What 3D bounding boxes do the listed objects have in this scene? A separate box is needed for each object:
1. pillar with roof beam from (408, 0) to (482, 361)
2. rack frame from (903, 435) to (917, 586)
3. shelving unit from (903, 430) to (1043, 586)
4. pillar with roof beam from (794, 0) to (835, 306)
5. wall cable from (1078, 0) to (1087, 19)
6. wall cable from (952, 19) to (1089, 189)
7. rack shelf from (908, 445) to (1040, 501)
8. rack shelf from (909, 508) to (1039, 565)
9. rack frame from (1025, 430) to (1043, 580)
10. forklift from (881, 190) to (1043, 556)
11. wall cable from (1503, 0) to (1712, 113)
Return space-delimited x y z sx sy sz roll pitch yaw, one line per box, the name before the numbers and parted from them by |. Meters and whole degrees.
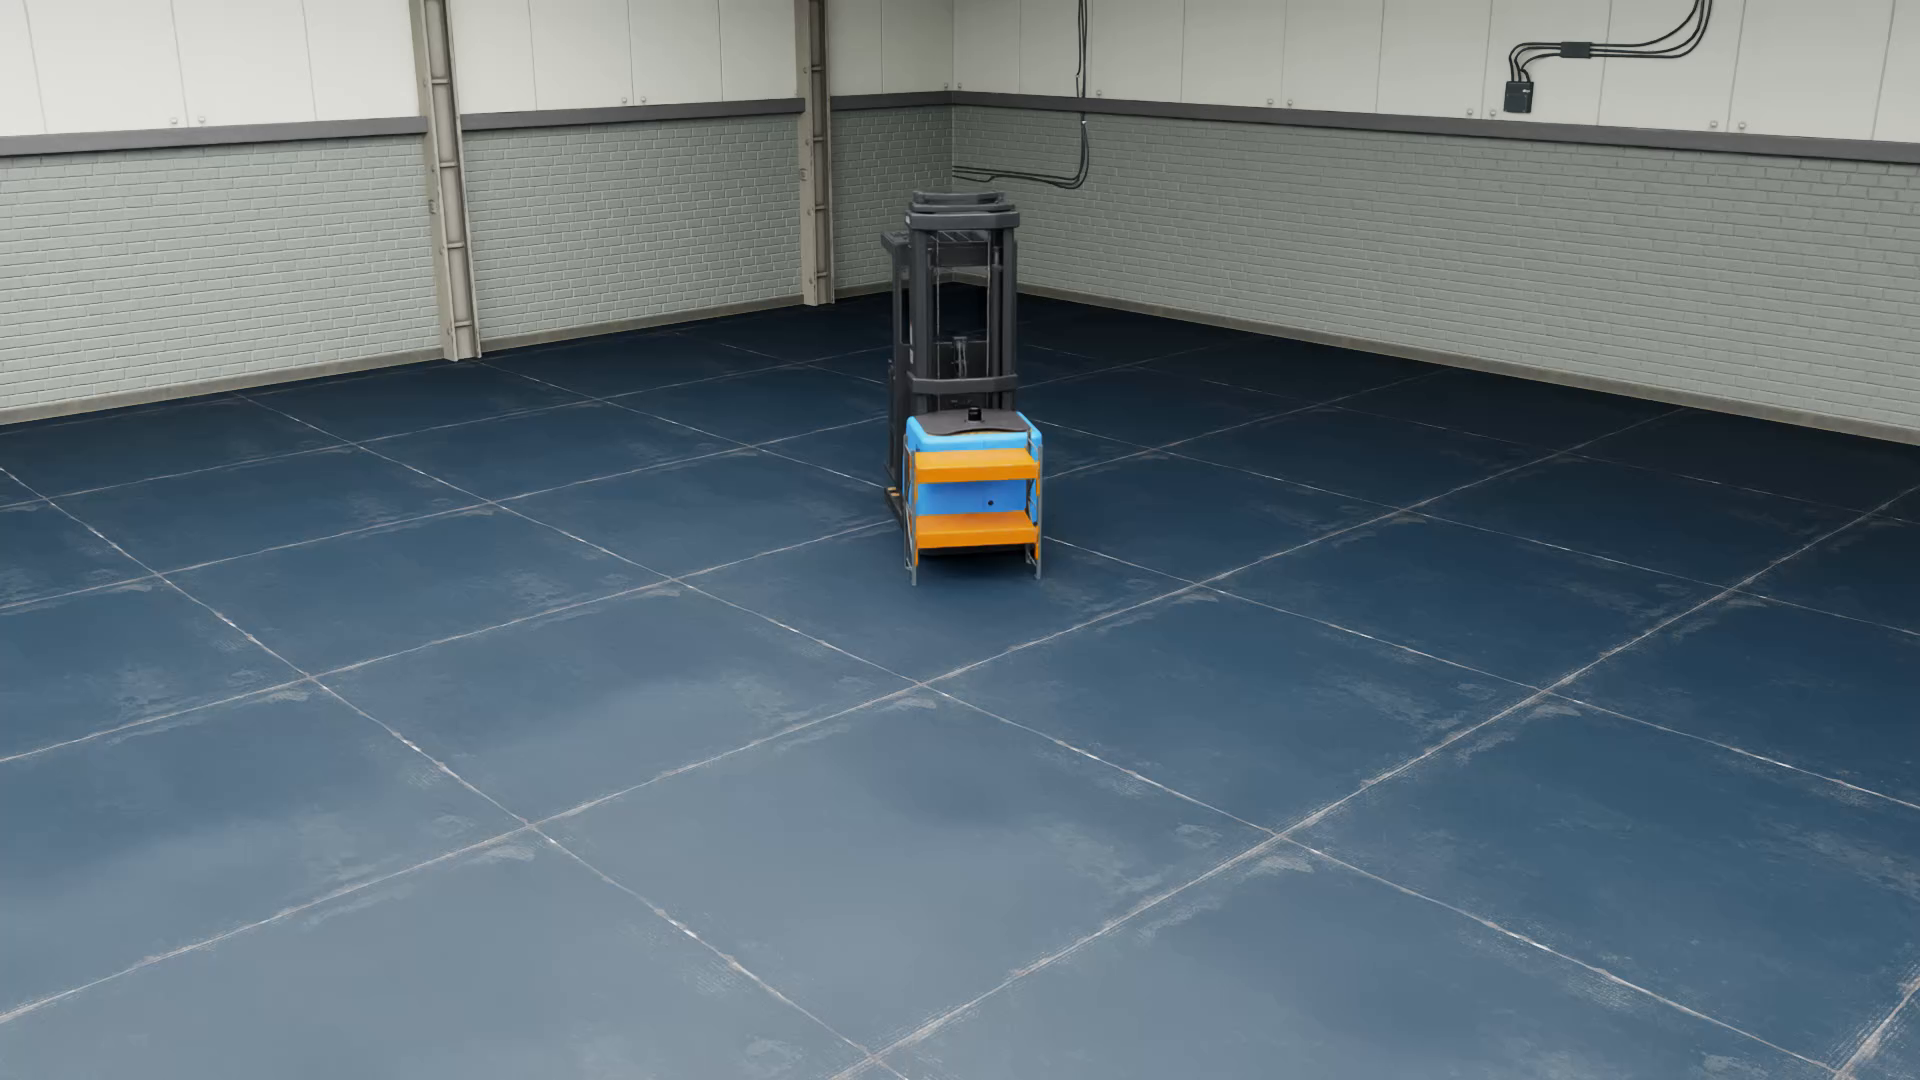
pillar with roof beam | -3.594 -5.721 17.538 0.400 9.000 9.100 -16 24 -41
rack frame | -0.403 -0.239 13.398 0.032 1.125 0.500 -3 18 -9
shelving unit | 0.099 -0.264 13.474 1.048 1.125 0.538 -3 18 -9
pillar with roof beam | 0.765 -6.992 21.460 0.400 9.000 9.100 -16 24 -41
wall cable | 2.715 -8.604 23.277 0.112 2.526 3.097 -16 24 -41
wall cable | 0.857 -6.808 25.925 0.112 2.526 3.097 -16 24 -41
rack shelf | 0.099 -0.542 13.383 1.000 0.278 0.538 -3 18 -9
rack shelf | 0.099 -0.031 13.549 1.000 0.278 0.538 -3 18 -9
rack frame | 0.601 -0.288 13.550 0.032 1.125 0.500 -3 18 -9
forklift | -0.093 -1.678 14.908 1.130 2.935 3.031 -3 18 -11
wall cable | 7.368 -7.772 18.350 0.169 6.003 2.305 -16 24 -41
